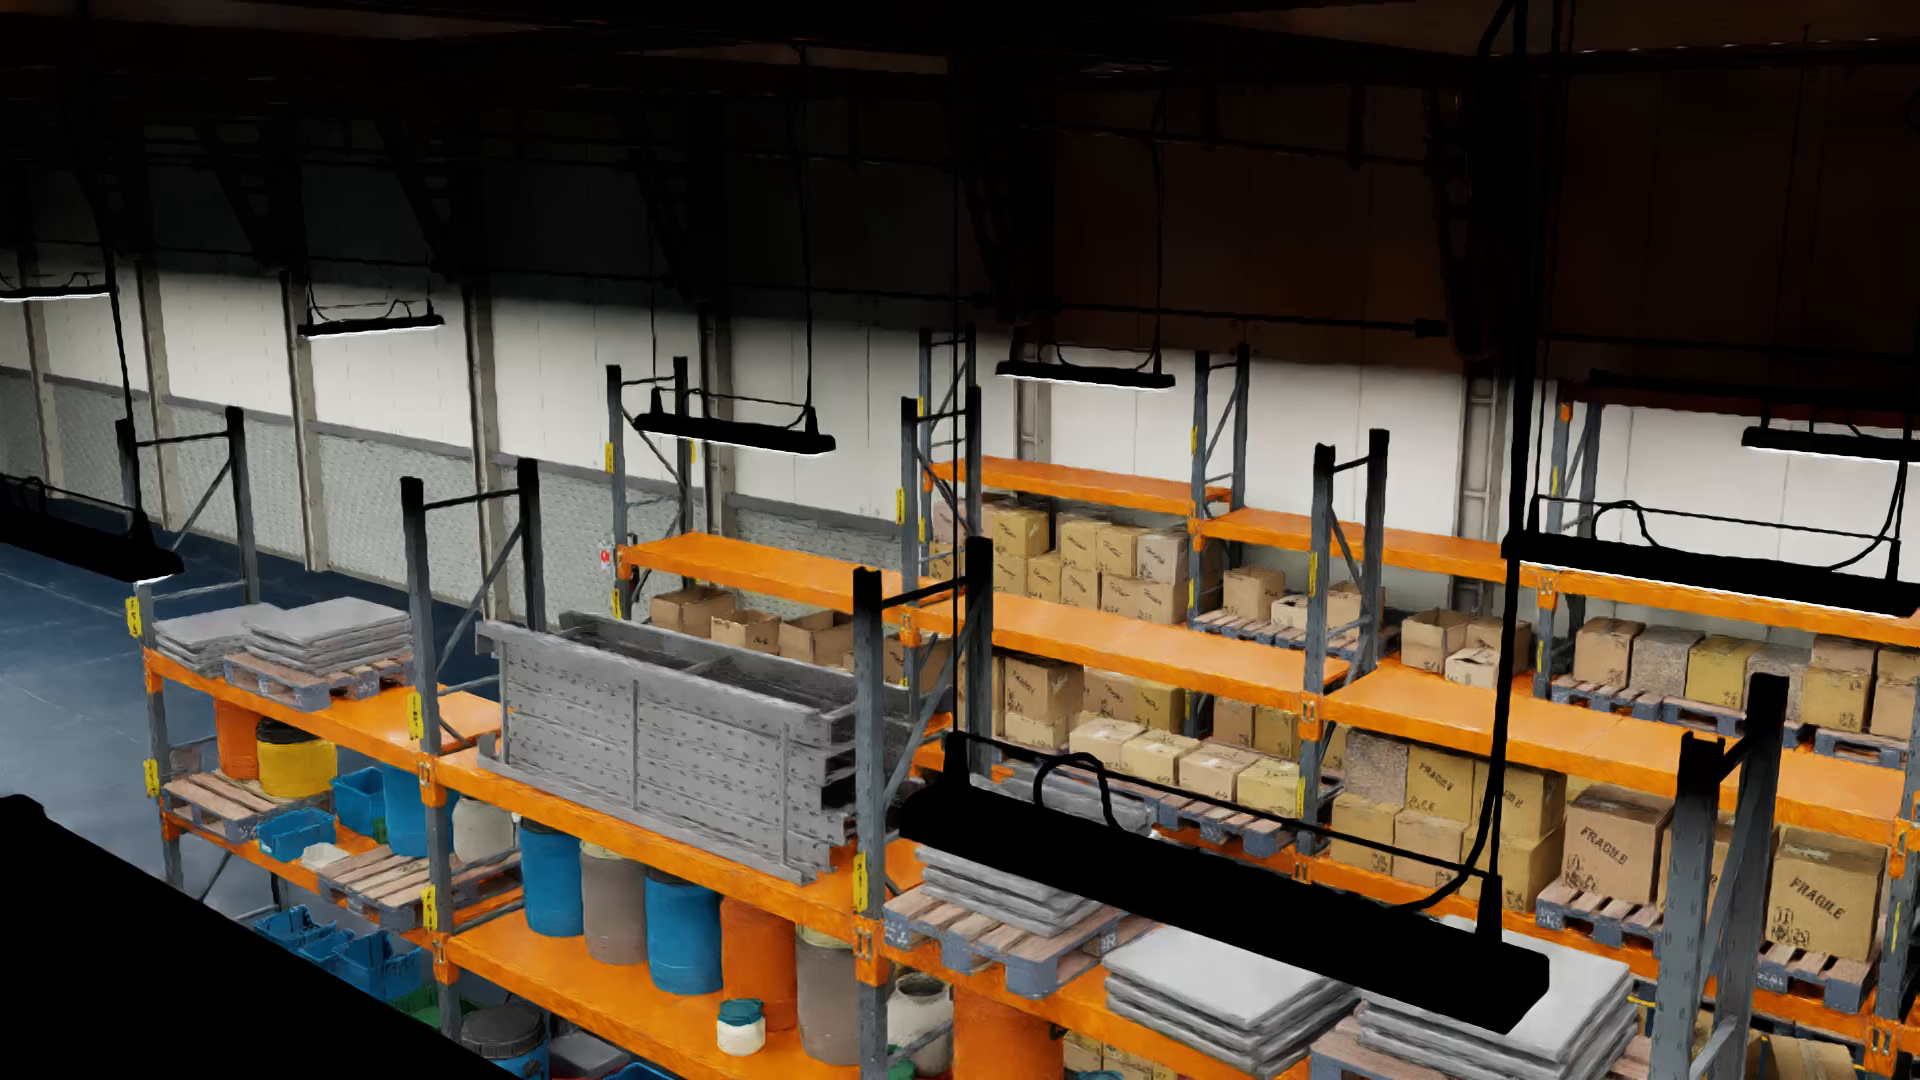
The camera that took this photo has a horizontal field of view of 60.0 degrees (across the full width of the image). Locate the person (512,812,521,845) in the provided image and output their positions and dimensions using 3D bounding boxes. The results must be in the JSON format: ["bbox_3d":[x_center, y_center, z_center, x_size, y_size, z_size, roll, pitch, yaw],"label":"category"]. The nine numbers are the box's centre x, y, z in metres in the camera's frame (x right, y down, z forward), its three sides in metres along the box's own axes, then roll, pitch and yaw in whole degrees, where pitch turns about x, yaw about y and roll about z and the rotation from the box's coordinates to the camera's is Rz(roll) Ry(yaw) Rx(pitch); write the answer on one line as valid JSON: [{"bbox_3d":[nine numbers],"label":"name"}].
[{"bbox_3d":[-4.846,3.099,18.497,0.536,1.759,0.717,-3,13,-15],"label":"person"}]
